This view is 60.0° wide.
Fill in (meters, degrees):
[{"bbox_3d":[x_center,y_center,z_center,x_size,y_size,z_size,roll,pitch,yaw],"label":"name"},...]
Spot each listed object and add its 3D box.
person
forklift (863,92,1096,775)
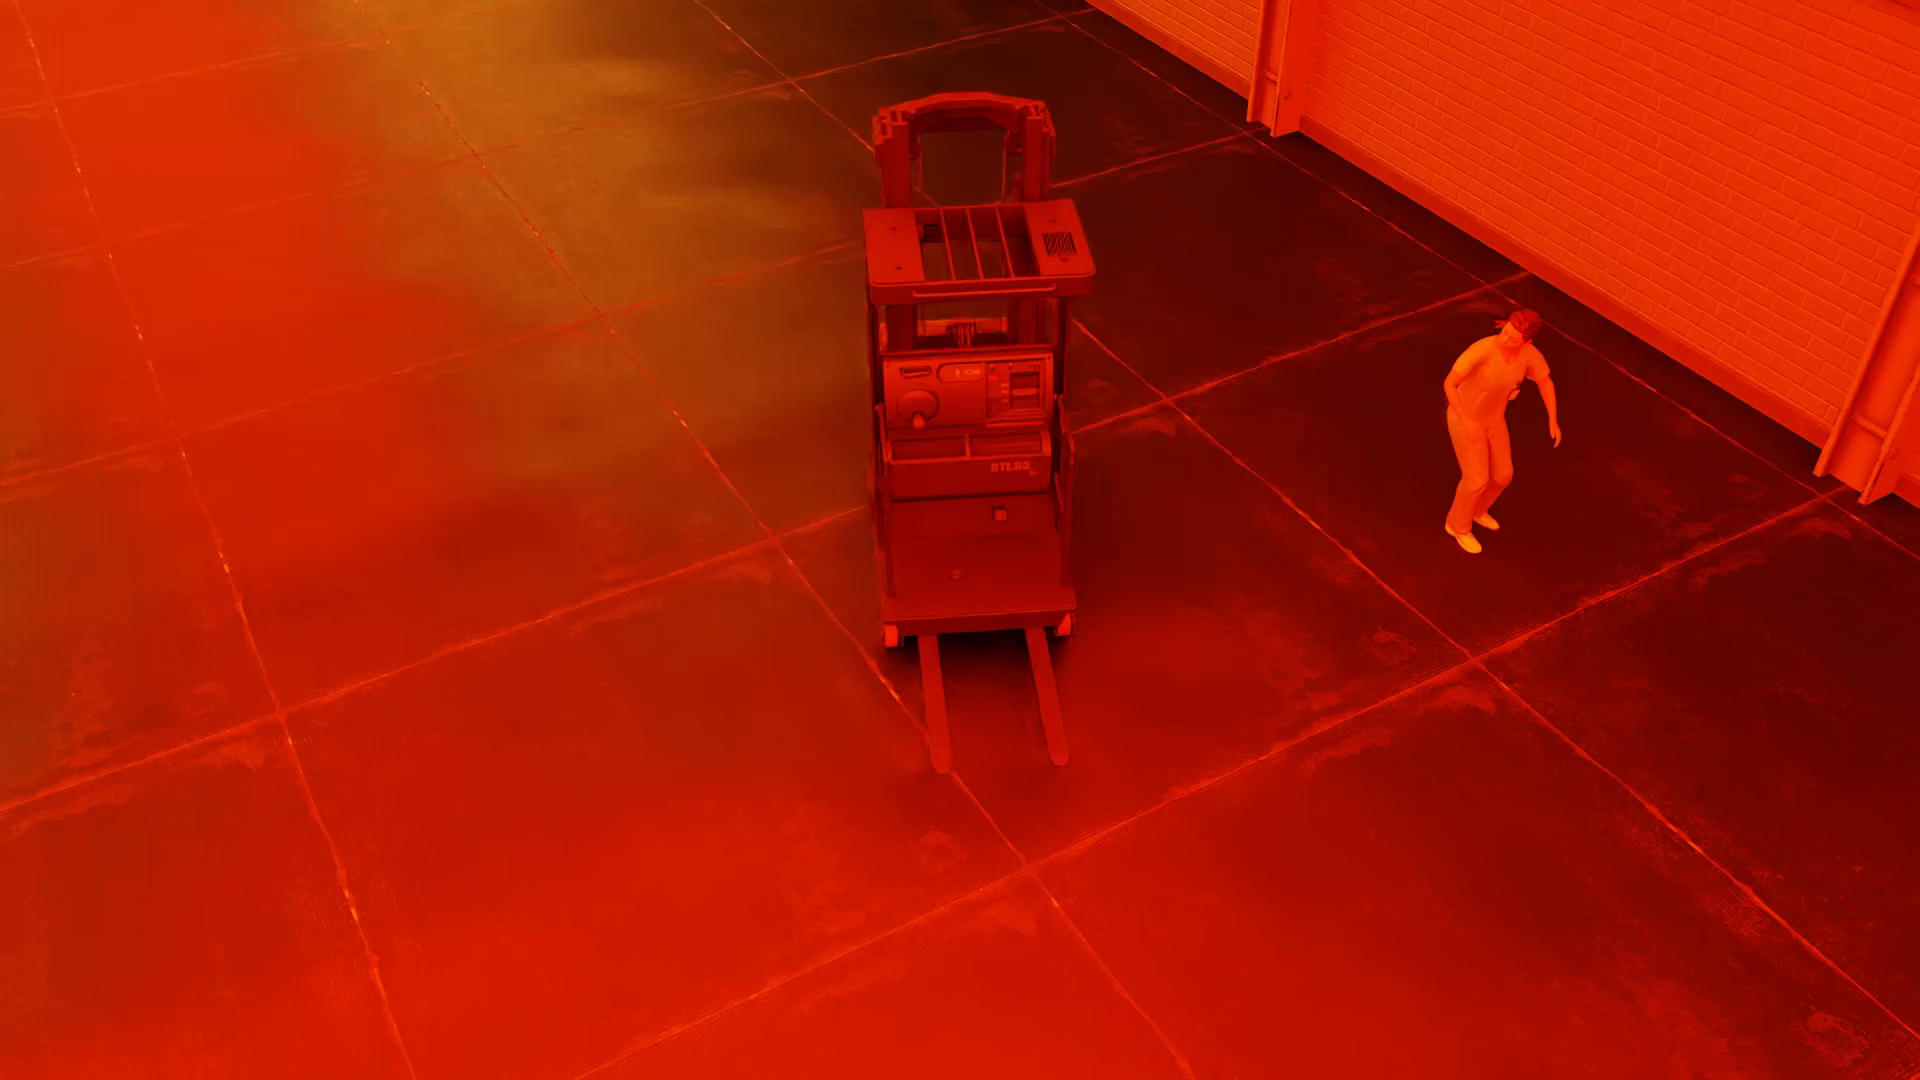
[{"bbox_3d":[3.182,-0.653,9.887,0.673,1.621,0.534,-13,41,-15],"label":"person"},{"bbox_3d":[0.072,-0.738,8.926,1.130,2.935,3.031,-4,40,-4],"label":"forklift"}]
